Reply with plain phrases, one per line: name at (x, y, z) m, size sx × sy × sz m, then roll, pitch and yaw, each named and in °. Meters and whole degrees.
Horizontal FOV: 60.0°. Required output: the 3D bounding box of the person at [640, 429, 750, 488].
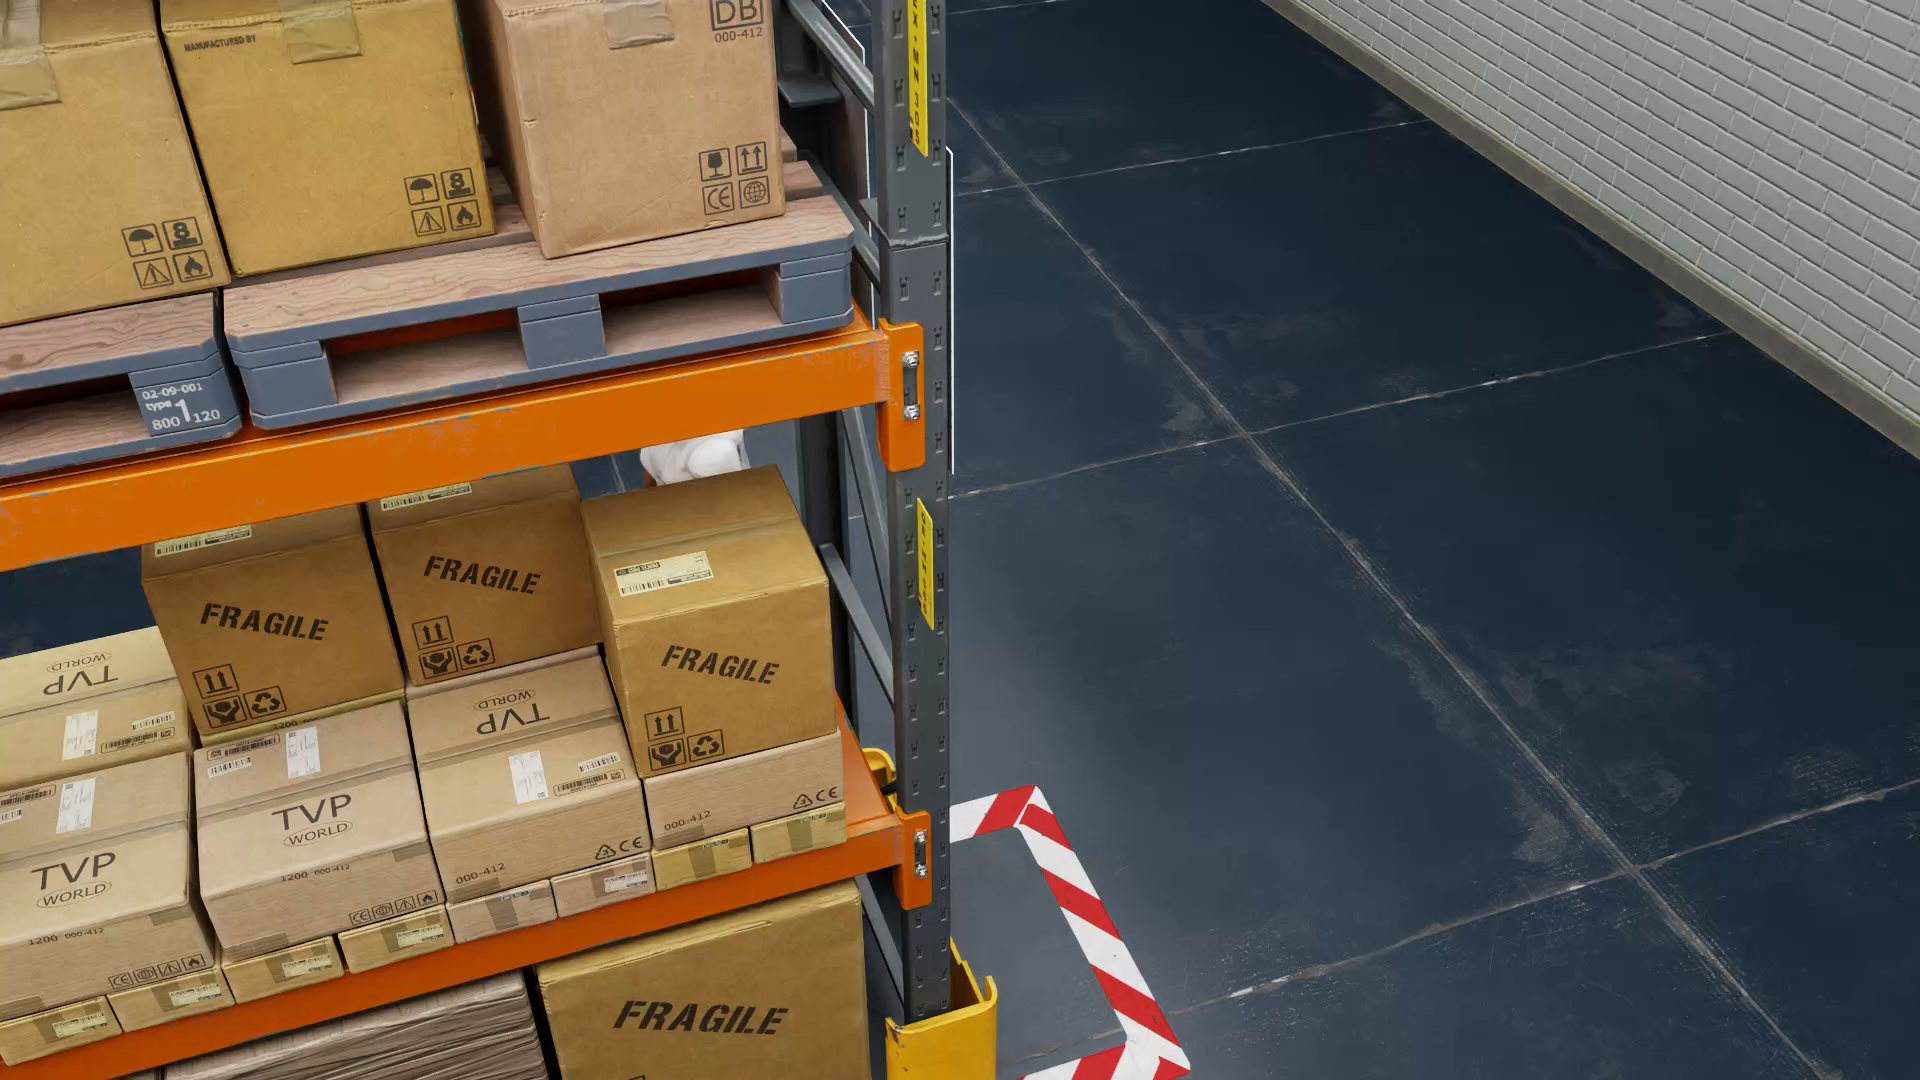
person at (-0.987, 0.003, 6.132) m, size 0.457 × 1.760 × 0.635 m, roll -26°, pitch 44°, yaw -29°
